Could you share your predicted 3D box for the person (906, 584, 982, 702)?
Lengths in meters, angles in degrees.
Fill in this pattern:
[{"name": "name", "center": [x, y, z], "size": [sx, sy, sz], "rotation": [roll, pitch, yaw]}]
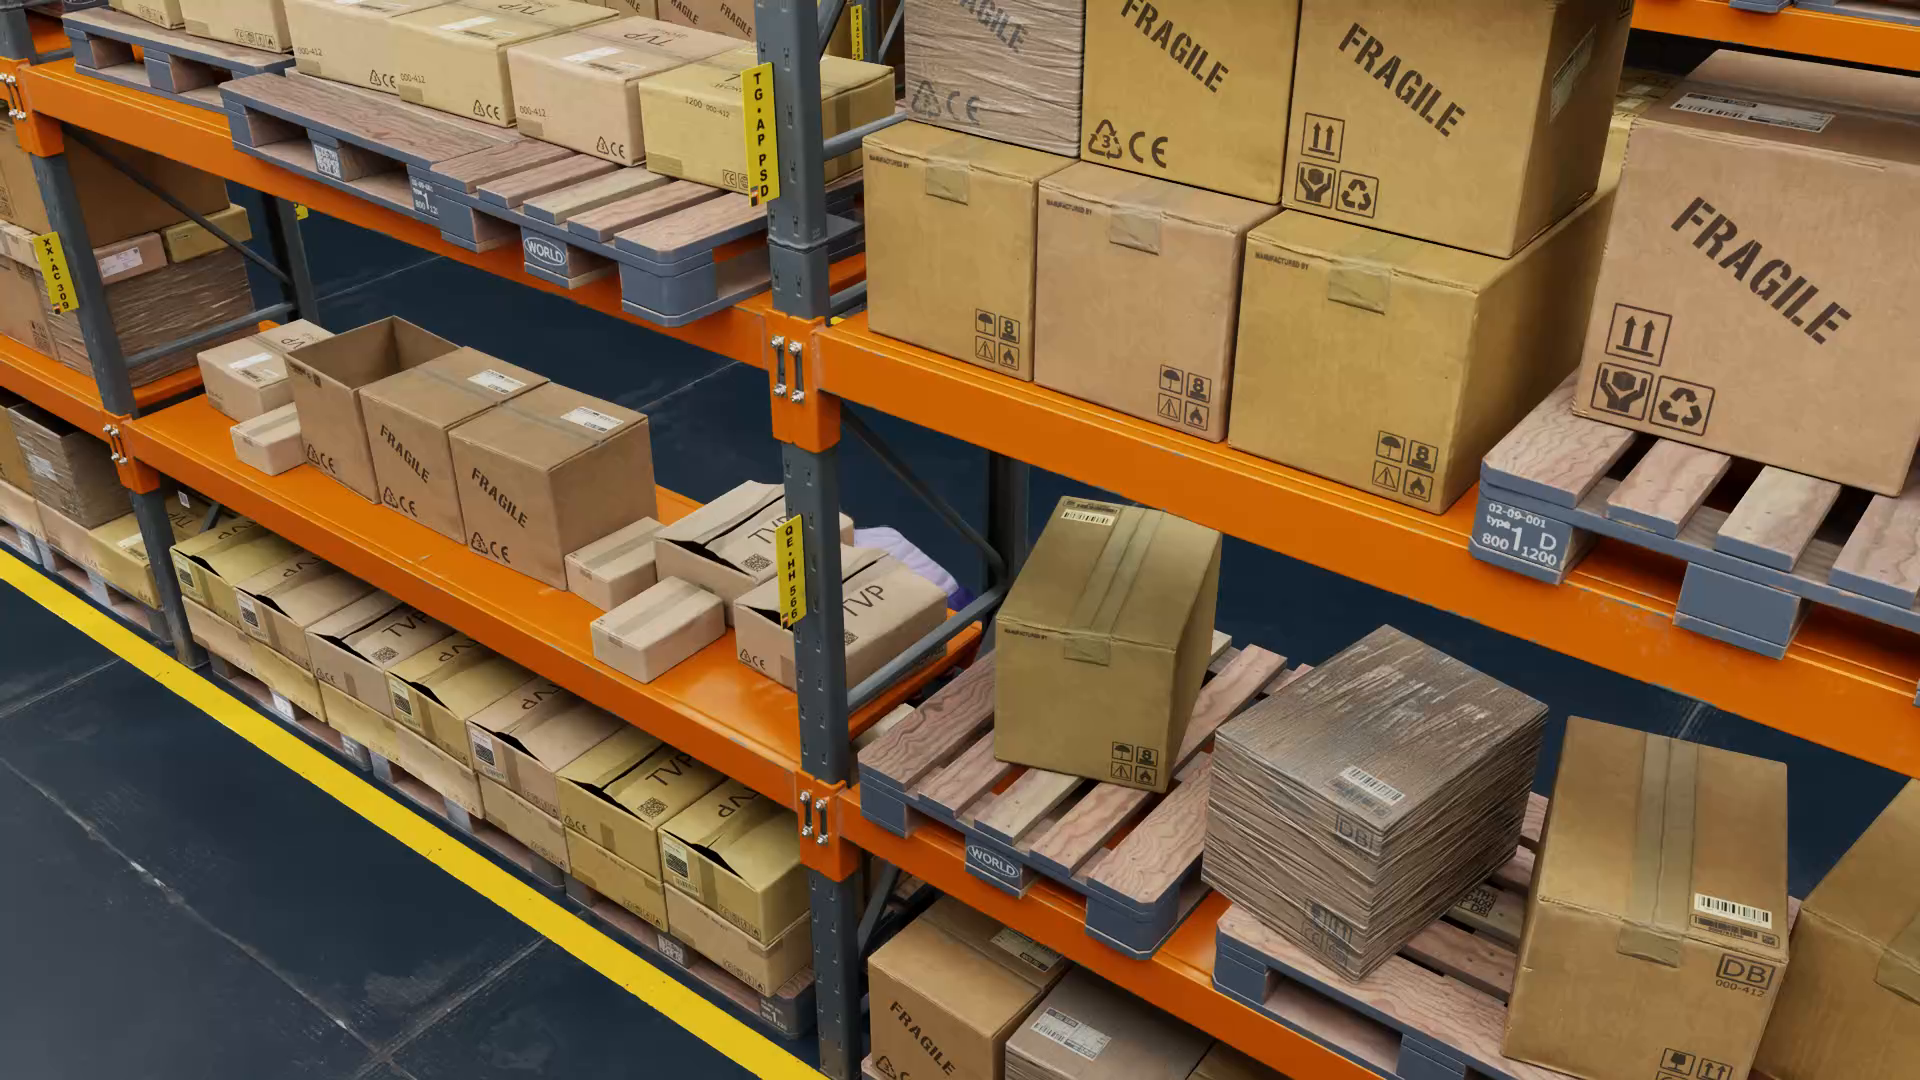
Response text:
[{"name": "person", "center": [-0.206, 0.431, 7.522], "size": [0.584, 0.536, 0.508], "rotation": [21, 37, 31]}]
